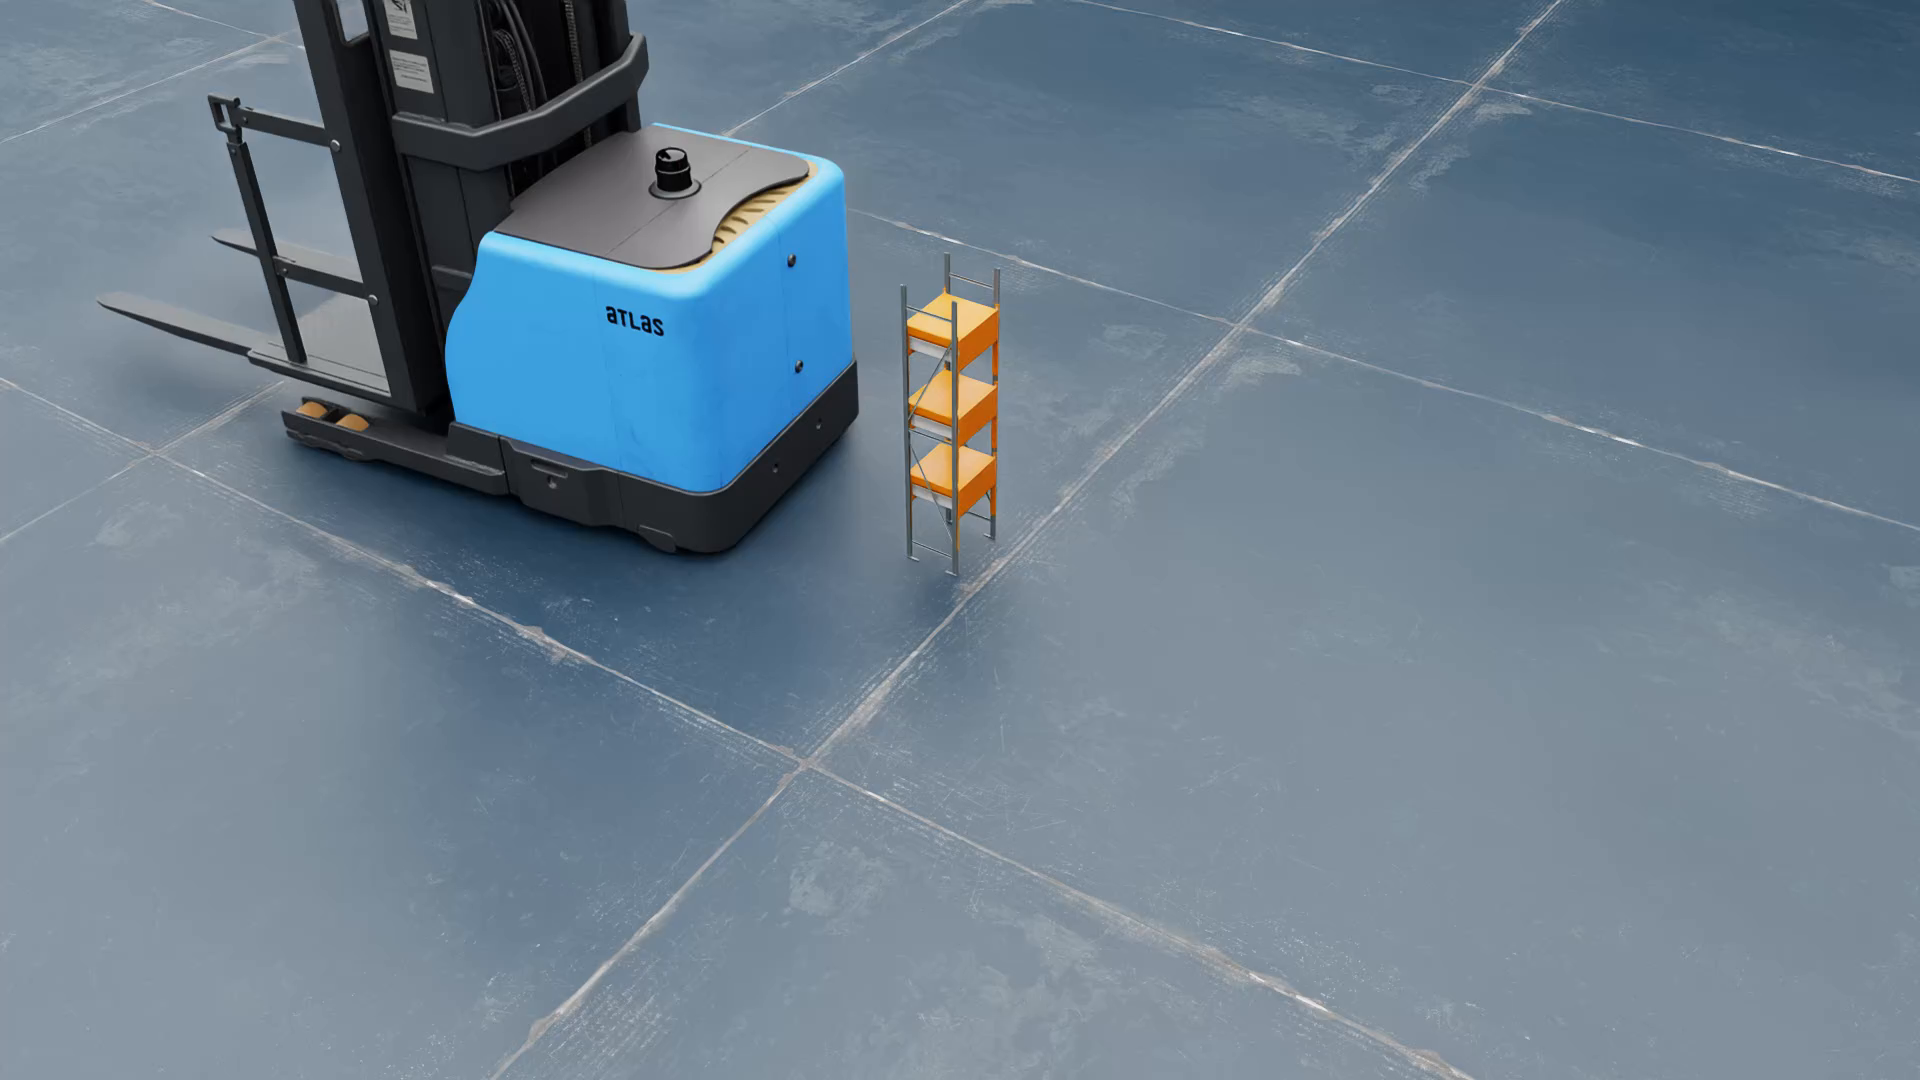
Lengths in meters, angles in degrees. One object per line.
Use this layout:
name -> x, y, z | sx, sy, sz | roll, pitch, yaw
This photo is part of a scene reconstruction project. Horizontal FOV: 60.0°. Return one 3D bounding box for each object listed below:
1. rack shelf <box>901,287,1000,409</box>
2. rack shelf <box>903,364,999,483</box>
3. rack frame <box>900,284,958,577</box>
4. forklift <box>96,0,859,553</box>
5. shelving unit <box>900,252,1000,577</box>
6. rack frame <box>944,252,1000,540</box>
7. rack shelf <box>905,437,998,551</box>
rack shelf -> -0.029, -0.605, 5.227 | 0.215, 0.259, 0.240 | 21, 42, 25
rack shelf -> -0.029, -0.380, 5.400 | 0.215, 0.259, 0.240 | 21, 42, 25
rack frame -> -0.094, -0.325, 5.312 | 0.200, 1.050, 0.008 | 21, 42, 25
forklift -> -1.937, -1.727, 5.589 | 3.031, 2.935, 1.130 | 16, 41, 20
shelving unit -> -0.029, -0.388, 5.394 | 0.215, 1.050, 0.252 | 21, 42, 25
rack frame -> 0.037, -0.451, 5.475 | 0.200, 1.050, 0.008 | 21, 42, 25
rack shelf -> -0.029, -0.160, 5.570 | 0.215, 0.259, 0.240 | 21, 42, 25
